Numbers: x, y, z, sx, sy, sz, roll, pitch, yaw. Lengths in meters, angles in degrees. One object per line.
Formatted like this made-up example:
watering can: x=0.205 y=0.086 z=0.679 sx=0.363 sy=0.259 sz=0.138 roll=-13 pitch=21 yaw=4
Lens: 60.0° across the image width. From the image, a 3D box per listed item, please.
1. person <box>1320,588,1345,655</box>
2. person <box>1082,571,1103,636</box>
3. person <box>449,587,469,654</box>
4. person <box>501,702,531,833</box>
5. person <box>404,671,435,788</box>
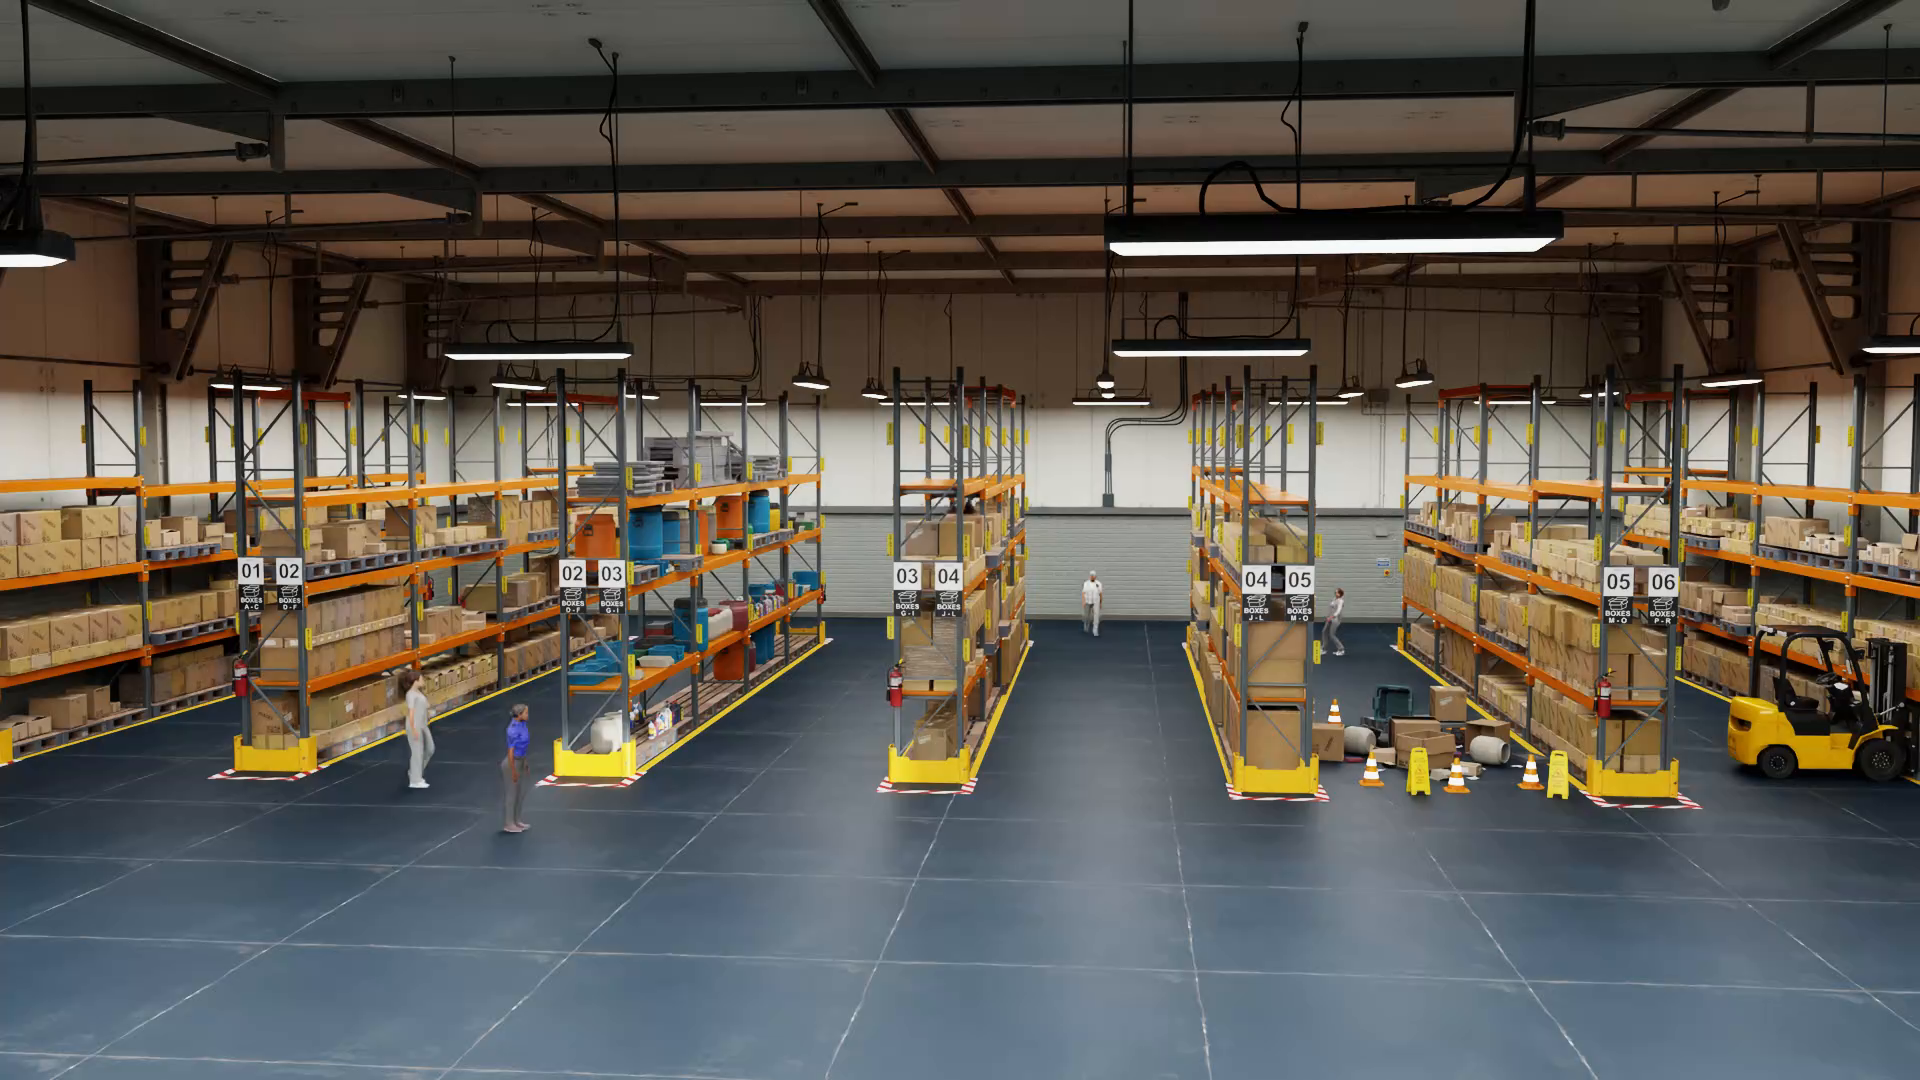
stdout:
person: x=8.506 y=1.890 z=38.180 sx=0.643 sy=1.527 sz=0.454 roll=0 pitch=4 yaw=-7
person: x=3.341 y=1.587 z=41.895 sx=0.516 sy=1.618 sz=0.889 roll=0 pitch=4 yaw=0
person: x=-10.950 y=1.908 z=36.623 sx=0.695 sy=1.741 sz=0.936 roll=0 pitch=4 yaw=7
person: x=-5.616 y=2.871 z=21.051 sx=0.354 sy=1.657 sz=0.475 roll=0 pitch=4 yaw=3
person: x=-7.797 y=2.698 z=23.799 sx=0.476 sy=1.669 sz=0.539 roll=1 pitch=4 yaw=9
